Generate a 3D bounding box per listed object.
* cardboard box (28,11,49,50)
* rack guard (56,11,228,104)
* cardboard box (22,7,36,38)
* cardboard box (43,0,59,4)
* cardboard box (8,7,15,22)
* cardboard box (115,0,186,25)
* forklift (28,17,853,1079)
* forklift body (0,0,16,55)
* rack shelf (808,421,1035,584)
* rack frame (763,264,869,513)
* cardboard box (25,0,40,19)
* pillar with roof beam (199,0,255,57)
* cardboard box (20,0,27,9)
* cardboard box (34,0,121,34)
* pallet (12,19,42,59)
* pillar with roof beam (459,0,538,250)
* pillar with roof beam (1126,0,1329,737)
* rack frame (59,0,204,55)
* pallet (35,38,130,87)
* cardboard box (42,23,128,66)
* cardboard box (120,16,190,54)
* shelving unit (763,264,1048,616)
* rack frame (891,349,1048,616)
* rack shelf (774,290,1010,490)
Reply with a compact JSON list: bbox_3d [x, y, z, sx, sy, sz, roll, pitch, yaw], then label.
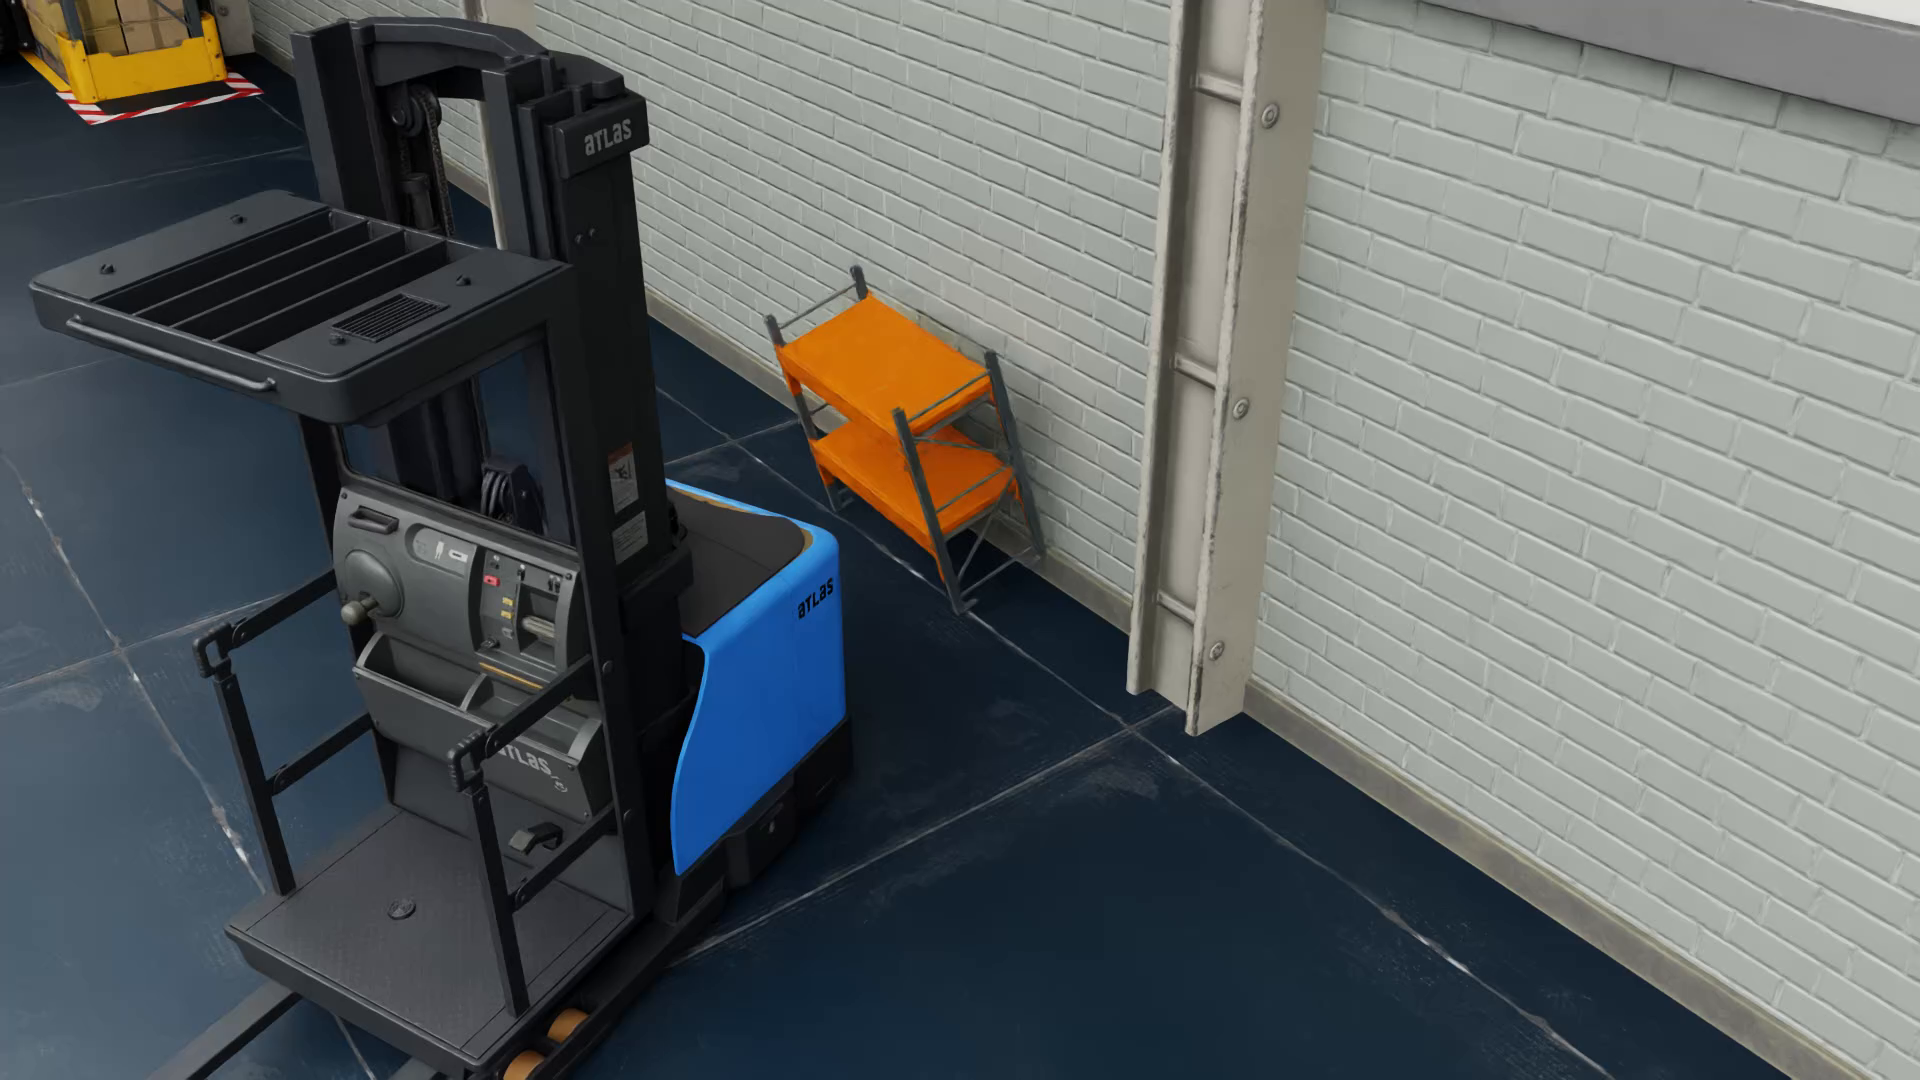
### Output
[{"bbox_3d":[-7.564,-4.368,14.148,0.500,0.250,0.500,-22,38,-31],"label":"cardboard box"},{"bbox_3d":[-6.714,-3.982,13.688,1.175,0.500,0.348,-22,38,-31],"label":"rack guard"},{"bbox_3d":[-7.864,-4.580,14.489,0.500,0.250,0.500,-22,38,-31],"label":"cardboard box"},{"bbox_3d":[-7.258,-4.580,13.542,0.500,0.250,0.500,-21,37,-30],"label":"cardboard box"},{"bbox_3d":[-8.200,-4.789,14.826,0.500,0.250,0.500,-21,38,-30],"label":"cardboard box"},{"bbox_3d":[-6.853,-4.540,13.951,0.500,0.250,0.500,-21,38,-31],"label":"cardboard box"},{"bbox_3d":[-1.582,0.182,4.678,1.130,2.935,3.031,17,36,25],"label":"forklift"},{"bbox_3d":[-9.333,-4.893,13.590,2.313,2.155,1.214,-22,38,-31],"label":"forklift body"},{"bbox_3d":[-0.177,-0.269,7.425,0.538,0.278,1.000,-33,44,-18],"label":"rack shelf"},{"bbox_3d":[-0.521,-0.675,7.614,0.500,1.125,0.032,-33,44,-18],"label":"rack frame"},{"bbox_3d":[-7.573,-4.591,14.033,0.500,0.250,0.500,-23,38,-32],"label":"cardboard box"},{"bbox_3d":[-9.845,-6.791,10.156,9.100,9.000,0.400,-22,38,-31],"label":"pillar with roof beam"},{"bbox_3d":[-7.907,-4.799,14.368,0.500,0.250,0.500,-23,39,-32],"label":"cardboard box"},{"bbox_3d":[-7.274,-4.378,13.691,0.500,0.250,0.500,-23,38,-32],"label":"cardboard box"},{"bbox_3d":[-7.975,-4.683,15.089,1.003,0.211,1.213,-22,38,-31],"label":"pallet"},{"bbox_3d":[-6.165,-4.291,6.129,9.100,9.000,0.400,-22,38,-31],"label":"pillar with roof beam"},{"bbox_3d":[-2.486,-1.790,2.103,9.100,9.000,0.400,-22,38,-31],"label":"pillar with roof beam"},{"bbox_3d":[-6.729,-5.054,13.044,1.000,3.000,0.127,-22,38,-31],"label":"rack frame"},{"bbox_3d":[-7.231,-4.175,14.271,1.003,0.211,1.213,-22,38,-31],"label":"pallet"},{"bbox_3d":[-7.267,-4.158,13.810,0.500,0.250,0.500,-22,38,-31],"label":"cardboard box"},{"bbox_3d":[-6.876,-4.332,14.090,0.500,0.250,0.500,-22,38,-31],"label":"cardboard box"},{"bbox_3d":[-0.231,-0.446,7.265,0.538,1.125,1.048,-33,44,-18],"label":"shelving unit"},{"bbox_3d":[0.059,-0.218,6.915,0.500,1.125,0.032,-33,44,-18],"label":"rack frame"},{"bbox_3d":[-0.295,-0.658,7.073,0.538,0.278,1.000,-33,44,-18],"label":"rack shelf"}]
